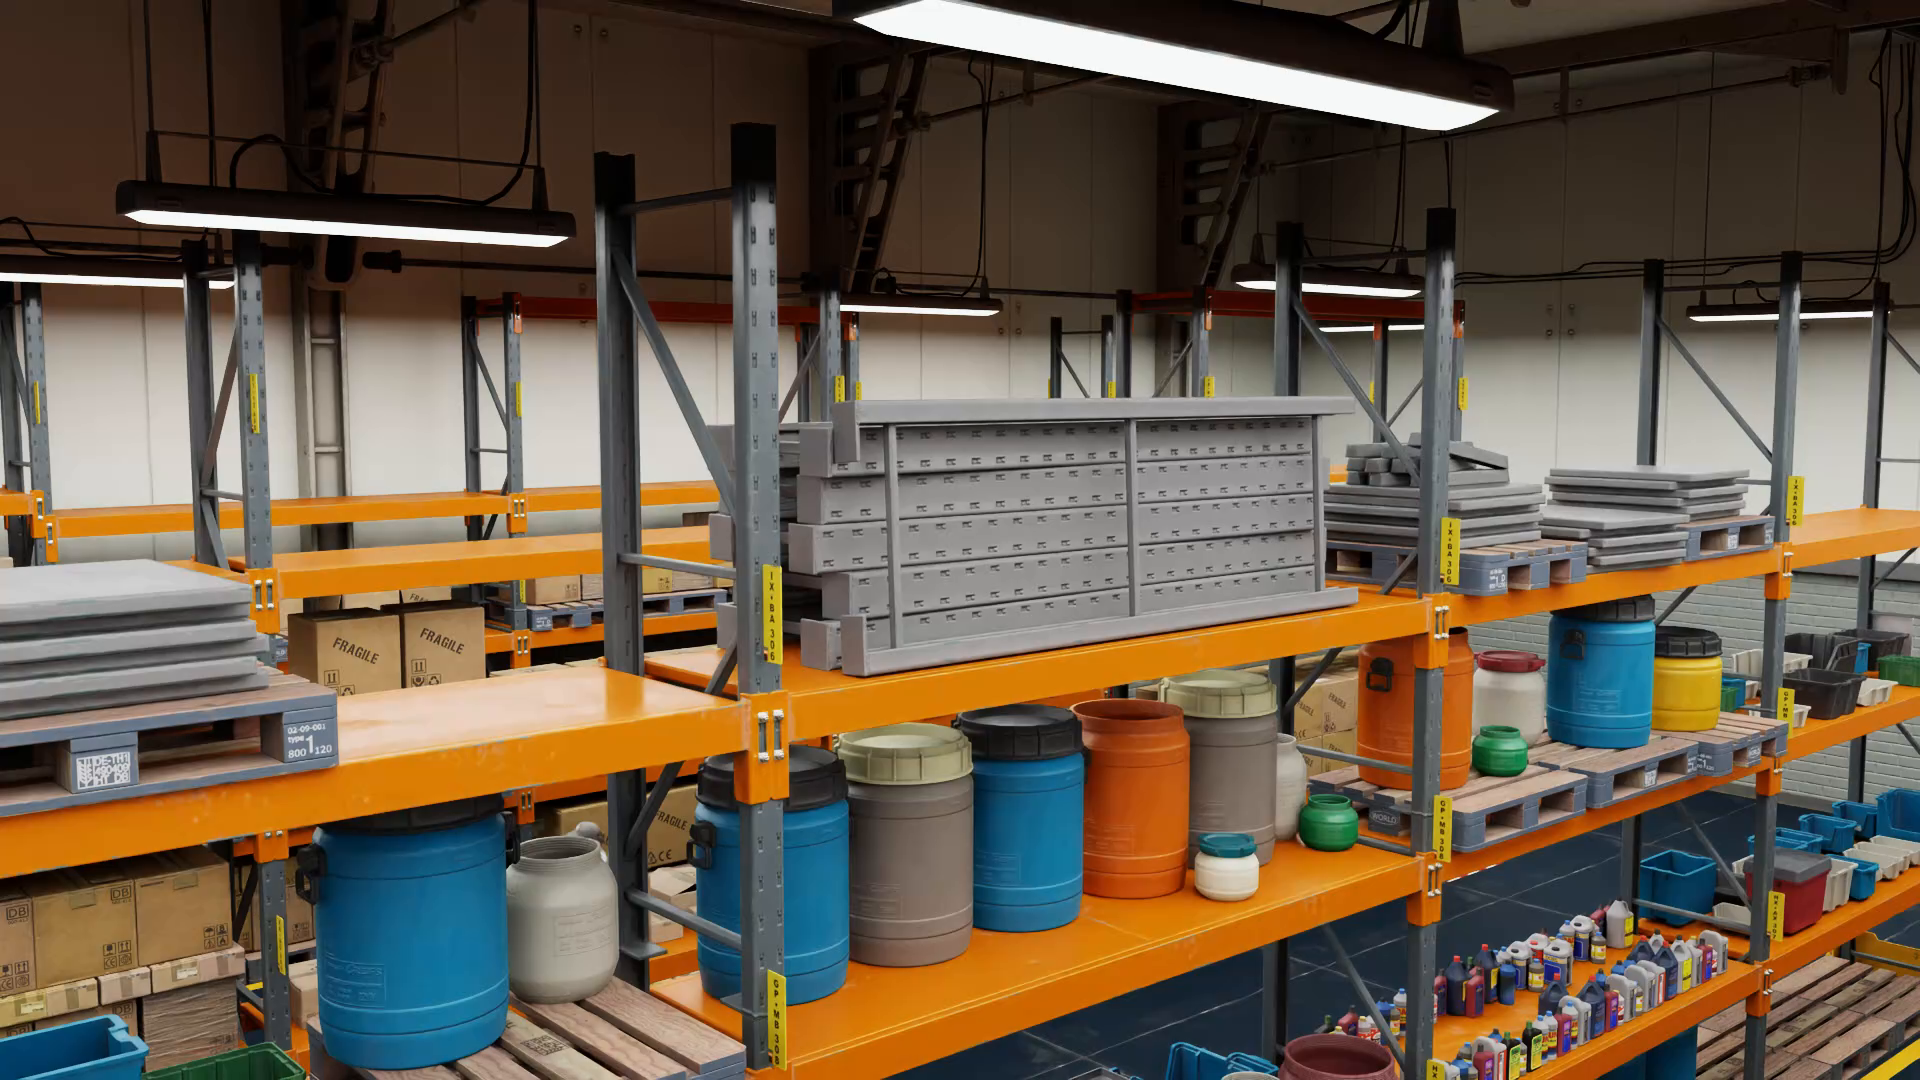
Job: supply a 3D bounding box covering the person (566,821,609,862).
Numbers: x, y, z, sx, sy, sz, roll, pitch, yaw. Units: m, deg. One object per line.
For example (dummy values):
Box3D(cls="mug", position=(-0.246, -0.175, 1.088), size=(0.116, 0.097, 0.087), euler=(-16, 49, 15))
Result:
Box3D(cls="person", position=(-2.914, 3.089, 13.492), size=(0.567, 1.637, 0.538), euler=(-3, 6, -28))
